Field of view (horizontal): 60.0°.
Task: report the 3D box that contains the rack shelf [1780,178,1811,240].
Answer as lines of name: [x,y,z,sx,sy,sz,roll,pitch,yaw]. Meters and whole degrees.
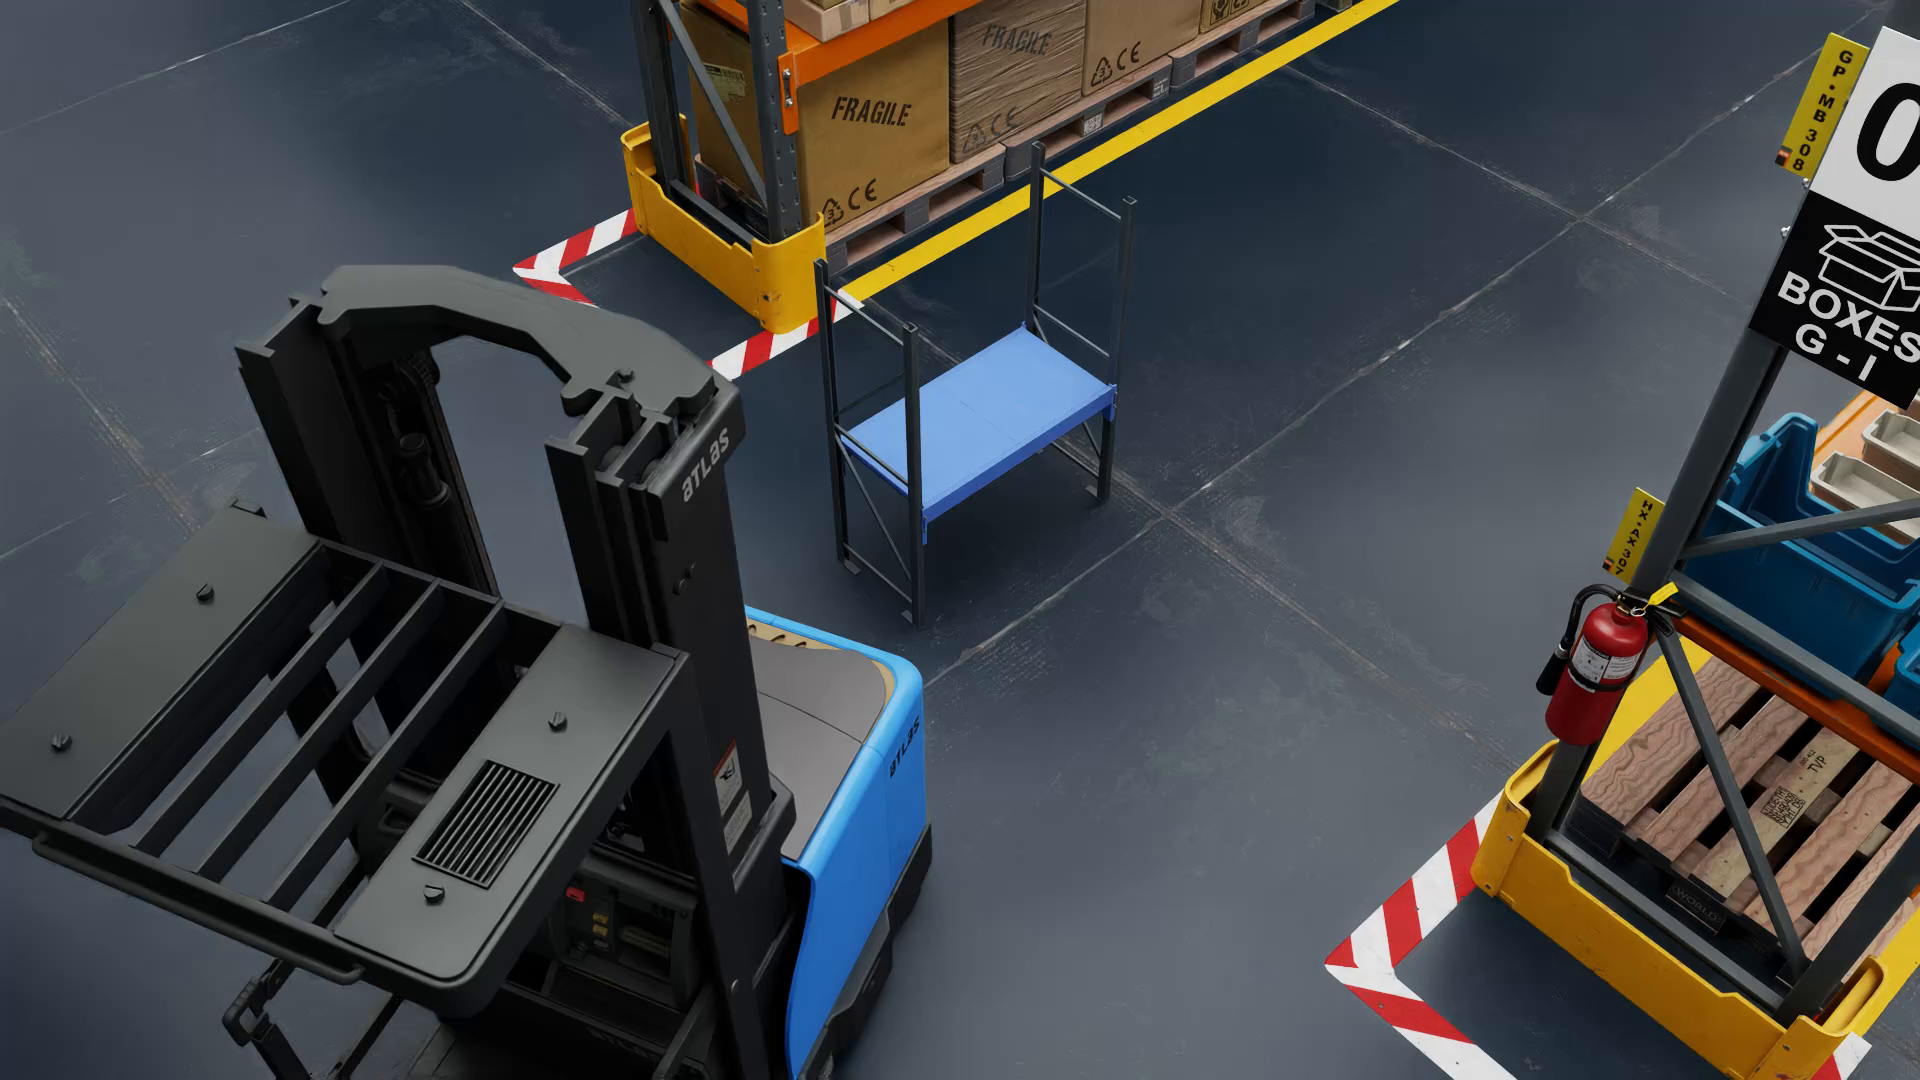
rack shelf: [3.729,-1.421,4.469,4.000,0.370,1.077,-34,56,-27]

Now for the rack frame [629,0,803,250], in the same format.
rack frame: [-1.082,-2.353,6.880,0.127,3.000,1.000,-34,56,-27]

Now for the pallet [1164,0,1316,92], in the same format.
pallet: [1.262,-3.051,9.422,1.213,0.211,1.003,-34,56,-27]

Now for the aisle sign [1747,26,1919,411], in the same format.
aisle sign: [1.999,-0.665,3.553,0.004,0.787,0.394,-34,56,-27]

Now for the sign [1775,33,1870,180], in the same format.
sign: [1.868,-0.932,3.599,0.005,0.325,0.100,-34,56,-27]

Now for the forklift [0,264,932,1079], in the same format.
forklift: [-1.131,0.966,3.864,1.130,2.935,3.031,17,50,15]

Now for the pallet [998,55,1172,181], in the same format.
pallet: [0.359,-2.445,8.862,1.213,0.211,1.003,-34,56,-27]

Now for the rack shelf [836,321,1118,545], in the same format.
rack shelf: [0.063,-0.429,6.370,1.000,0.185,0.538,-34,56,-27]

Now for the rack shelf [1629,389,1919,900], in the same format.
rack shelf: [3.729,-0.404,5.571,4.000,0.370,1.077,-34,56,-27]

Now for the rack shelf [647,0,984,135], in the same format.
rack shelf: [0.397,-3.097,8.057,4.000,0.370,1.077,-34,56,-27]

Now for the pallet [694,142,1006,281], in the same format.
pallet: [-0.543,-1.845,8.309,1.213,0.211,1.003,-34,56,-27]

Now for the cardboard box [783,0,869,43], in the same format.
cardboard box: [-0.598,-2.263,6.968,0.250,0.149,0.380,-33,55,-27]

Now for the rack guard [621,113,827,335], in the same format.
rack guard: [-1.100,-1.493,7.787,0.348,0.500,1.175,-34,56,-27]

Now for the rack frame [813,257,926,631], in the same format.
rack frame: [-0.313,-0.299,6.006,0.032,1.500,0.500,-34,56,-27]

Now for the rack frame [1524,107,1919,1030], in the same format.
rack frame: [2.250,0.341,4.395,0.127,3.000,1.000,-34,56,-27]

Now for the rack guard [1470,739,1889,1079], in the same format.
rack guard: [2.241,1.207,5.296,0.348,0.500,1.175,-34,56,-27]

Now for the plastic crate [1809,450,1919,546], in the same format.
plastic crate: [2.731,-0.092,4.932,0.243,0.136,0.396,-34,56,-27]

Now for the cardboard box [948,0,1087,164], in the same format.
cardboard box: [0.011,-2.584,8.254,0.875,0.875,0.875,-34,56,-27]

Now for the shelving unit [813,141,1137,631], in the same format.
shelving unit: [0.063,-0.551,6.238,1.048,1.500,0.538,-34,56,-27]

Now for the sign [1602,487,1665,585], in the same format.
sign: [1.868,-0.006,4.603,0.005,0.325,0.100,-34,56,-27]

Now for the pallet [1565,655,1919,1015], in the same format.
pallet: [2.886,0.900,5.776,1.213,0.211,1.003,-34,56,-27]

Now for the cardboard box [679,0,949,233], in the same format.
cardboard box: [-0.663,-2.134,7.838,0.875,0.875,0.875,-34,56,-27]

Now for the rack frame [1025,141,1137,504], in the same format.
rack frame: [0.439,-0.802,6.470,0.032,1.500,0.500,-34,56,-27]

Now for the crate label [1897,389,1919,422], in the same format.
crate label: [3.145,-0.378,5.197,0.243,0.136,0.396,-34,56,-27]

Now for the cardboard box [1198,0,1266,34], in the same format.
cardboard box: [1.335,-3.469,9.070,0.875,0.875,0.875,-34,56,-27]

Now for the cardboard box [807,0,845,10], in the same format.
cardboard box: [-0.546,-2.493,6.909,0.500,0.250,0.500,-35,56,-28]

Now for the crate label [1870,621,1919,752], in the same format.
crate label: [2.654,0.434,4.382,0.303,0.233,0.416,-34,56,-27]

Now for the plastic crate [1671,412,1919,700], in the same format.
plastic crate: [2.372,0.041,4.606,0.499,0.435,0.616,-34,56,-27]

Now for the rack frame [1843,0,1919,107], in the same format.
rack frame: [2.250,-1.694,2.190,0.127,3.000,1.000,-34,56,-27]

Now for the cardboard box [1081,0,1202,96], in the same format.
cardboard box: [0.669,-3.024,8.660,0.875,0.875,0.875,-34,56,-27]

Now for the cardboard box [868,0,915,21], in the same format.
cardboard box: [-0.409,-2.391,7.086,0.250,0.149,0.380,-35,56,-28]

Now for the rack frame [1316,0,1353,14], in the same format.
rack frame: [1.877,-4.330,8.705,0.127,3.000,1.000,-34,56,-27]

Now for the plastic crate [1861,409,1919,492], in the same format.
plastic crate: [2.955,-0.227,5.057,0.243,0.136,0.396,-34,56,-27]

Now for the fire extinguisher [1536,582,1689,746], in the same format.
fire extinguisher: [1.832,0.321,4.719,0.183,0.674,0.296,-34,56,-27]
